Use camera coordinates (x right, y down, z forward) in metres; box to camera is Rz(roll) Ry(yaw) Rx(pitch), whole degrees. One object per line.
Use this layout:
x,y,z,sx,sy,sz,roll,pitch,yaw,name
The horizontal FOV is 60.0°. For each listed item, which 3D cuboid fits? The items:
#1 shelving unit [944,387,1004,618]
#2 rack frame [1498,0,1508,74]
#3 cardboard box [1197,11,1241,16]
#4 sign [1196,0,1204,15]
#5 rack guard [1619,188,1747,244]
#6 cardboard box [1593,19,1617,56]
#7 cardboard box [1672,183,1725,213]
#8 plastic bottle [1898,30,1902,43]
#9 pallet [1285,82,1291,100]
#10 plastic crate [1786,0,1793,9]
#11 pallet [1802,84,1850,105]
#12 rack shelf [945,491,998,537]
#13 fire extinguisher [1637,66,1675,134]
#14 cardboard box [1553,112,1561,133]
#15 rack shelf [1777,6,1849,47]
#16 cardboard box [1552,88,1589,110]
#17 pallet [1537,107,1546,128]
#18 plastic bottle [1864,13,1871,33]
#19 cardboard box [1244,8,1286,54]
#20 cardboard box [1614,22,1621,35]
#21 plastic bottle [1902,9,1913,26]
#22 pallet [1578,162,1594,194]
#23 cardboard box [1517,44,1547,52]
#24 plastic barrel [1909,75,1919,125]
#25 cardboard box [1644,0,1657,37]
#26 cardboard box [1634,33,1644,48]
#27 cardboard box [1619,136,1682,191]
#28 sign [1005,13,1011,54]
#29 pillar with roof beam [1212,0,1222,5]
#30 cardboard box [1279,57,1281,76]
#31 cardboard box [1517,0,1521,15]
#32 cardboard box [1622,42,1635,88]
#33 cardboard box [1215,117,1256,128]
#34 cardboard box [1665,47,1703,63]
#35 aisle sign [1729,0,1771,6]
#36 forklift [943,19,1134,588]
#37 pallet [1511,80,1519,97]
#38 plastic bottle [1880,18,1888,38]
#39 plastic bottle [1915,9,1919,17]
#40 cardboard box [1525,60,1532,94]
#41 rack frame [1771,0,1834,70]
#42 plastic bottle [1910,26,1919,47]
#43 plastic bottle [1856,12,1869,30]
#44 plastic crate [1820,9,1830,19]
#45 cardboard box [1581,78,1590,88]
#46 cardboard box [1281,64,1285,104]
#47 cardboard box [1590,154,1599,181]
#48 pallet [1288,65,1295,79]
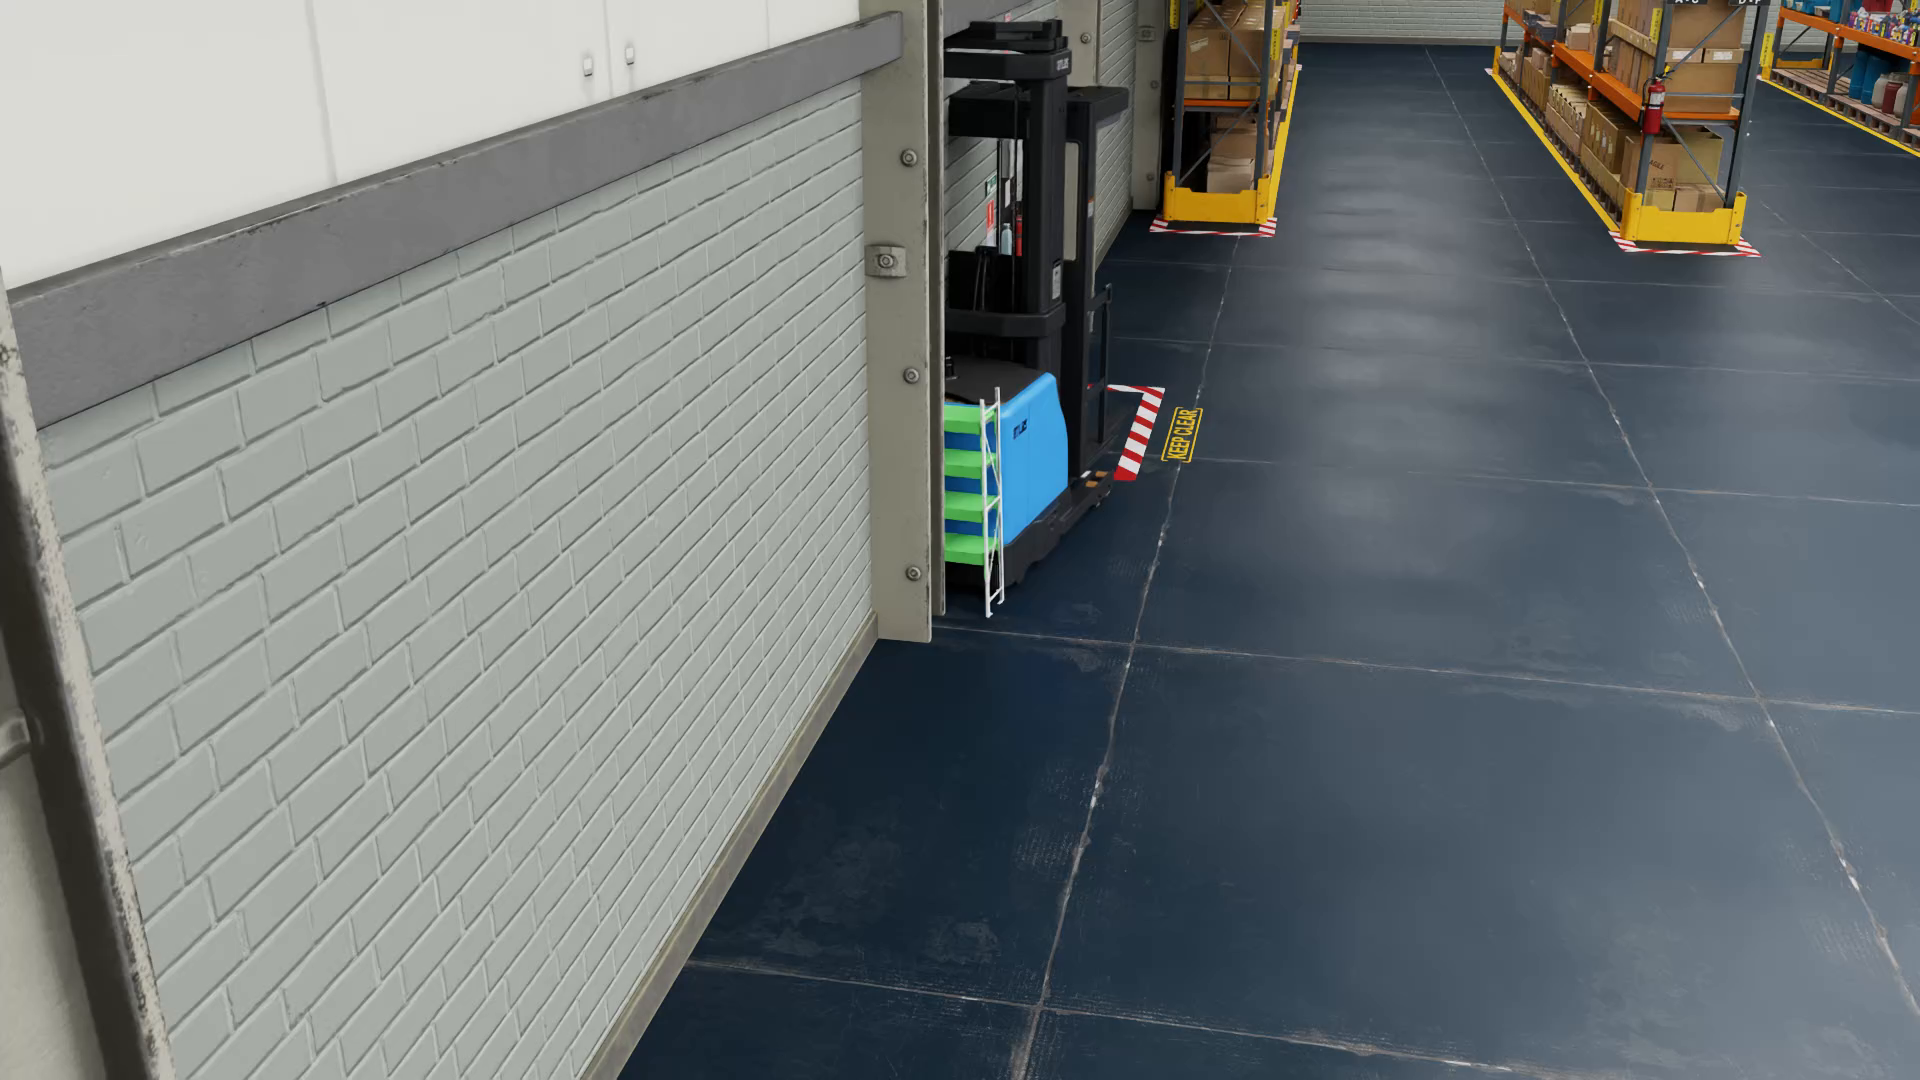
-0.057,-0.215,8.771,0.503,1.200,0.258,7,23,21,shelving unit
10.999,-10.490,31.884,1.000,3.000,0.127,4,22,11,rack frame
3.183,-6.238,20.498,0.500,0.500,0.500,5,22,12,cardboard box
3.156,-7.055,21.807,0.100,0.325,0.005,4,22,11,sign
7.729,-3.470,17.800,1.175,0.500,0.348,4,22,11,rack guard
8.932,-6.803,22.596,0.500,0.500,0.500,4,22,11,cardboard box
8.061,-3.737,18.235,0.500,0.250,0.500,4,22,11,cardboard box
14.028,-7.505,24.740,0.097,0.201,0.097,0,22,0,plastic bottle
5.249,-7.822,28.992,1.003,0.211,1.213,4,22,11,pallet
15.328,-9.840,30.544,0.250,0.136,0.298,4,22,11,plastic crate
15.143,-7.626,28.507,1.003,0.211,1.213,4,22,11,pallet
-0.055,-0.155,8.795,0.480,0.148,0.258,7,23,21,rack shelf
7.255,-4.594,17.350,0.296,0.674,0.183,4,22,11,fire extinguisher
8.770,-5.940,23.705,0.500,0.250,0.500,4,22,10,cardboard box
15.439,-9.046,29.261,1.077,0.370,4.000,4,22,11,rack shelf
8.873,-6.382,24.051,0.500,0.311,0.500,4,22,10,cardboard box
9.556,-6.541,25.811,1.003,0.211,1.213,4,22,11,pallet
14.357,-8.167,26.274,0.061,0.283,0.133,4,22,11,plastic bottle
3.810,-6.385,20.864,0.500,0.500,0.500,4,22,11,cardboard box
8.255,-6.273,20.412,0.380,0.149,0.250,5,22,12,cardboard box
14.985,-8.207,26.283,0.144,0.351,0.185,4,22,11,plastic bottle
8.347,-4.520,20.794,1.003,0.211,1.213,4,22,11,pallet
10.561,-8.760,30.343,0.797,0.503,0.637,4,22,11,cardboard box
14.298,-6.553,24.453,0.600,0.830,0.708,4,22,11,plastic barrel
8.056,-5.853,18.500,0.700,0.500,0.500,5,22,11,cardboard box
7.940,-5.707,19.007,0.380,0.149,0.250,4,22,10,cardboard box
7.552,-4.124,18.193,0.500,0.500,0.500,4,22,11,cardboard box
0.315,-3.321,10.982,0.001,0.298,0.199,4,22,11,sign
8.843,-12.180,28.050,9.100,9.000,0.400,4,22,11,pillar with roof beam
3.703,-5.854,20.548,0.500,0.250,0.500,4,22,11,cardboard box
10.240,-9.652,29.671,0.500,0.500,0.500,5,22,12,cardboard box
8.258,-5.608,19.629,0.700,0.500,0.500,5,22,12,cardboard box
3.527,-5.139,21.356,0.500,0.500,0.500,3,22,7,cardboard box
7.625,-5.140,17.598,0.380,0.149,0.250,4,22,10,cardboard box
8.020,-5.797,16.752,0.394,0.787,0.004,4,22,11,aisle sign
0.331,-1.615,9.941,1.130,2.935,3.031,9,23,20,forklift
10.324,-7.984,29.396,1.003,0.211,1.213,4,22,11,pallet
14.178,-7.846,25.475,0.061,0.283,0.133,4,22,11,plastic bottle
15.126,-8.196,26.256,0.144,0.351,0.185,4,22,11,plastic bottle
9.747,-7.717,27.757,0.500,0.500,0.500,5,22,12,cardboard box
15.847,-10.111,30.943,1.000,3.000,0.127,4,22,11,rack frame
13.880,-7.311,24.149,0.061,0.283,0.133,4,22,11,plastic bottle
14.489,-8.316,26.654,0.152,0.276,0.135,4,22,11,plastic bottle
14.996,-8.978,28.418,0.437,0.125,0.590,4,22,11,plastic crate
9.739,-6.753,25.364,0.500,0.500,0.500,5,23,13,cardboard box
4.795,-7.397,26.520,0.750,0.750,0.750,4,22,10,cardboard box
7.945,-4.509,20.153,0.500,0.250,0.500,4,22,11,cardboard box
5.811,-8.829,31.494,1.003,0.211,1.213,4,22,11,pallet
